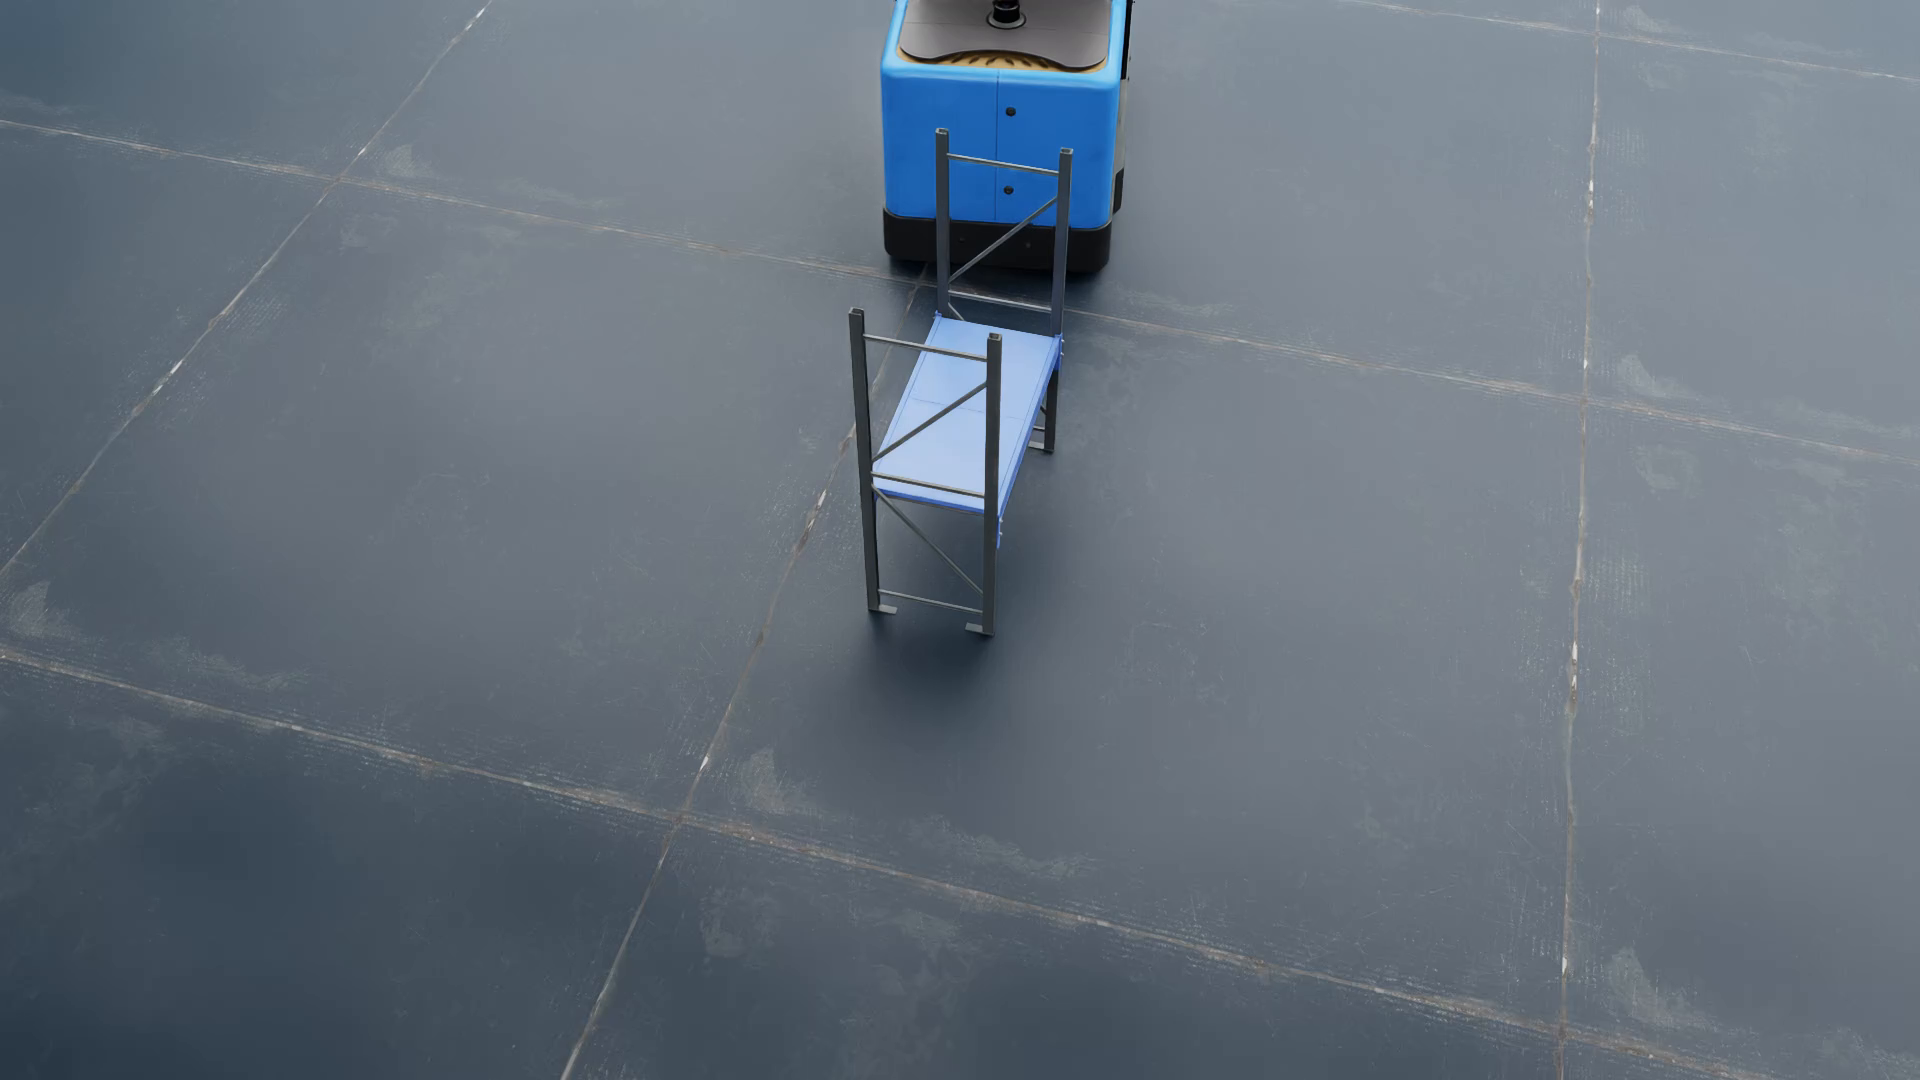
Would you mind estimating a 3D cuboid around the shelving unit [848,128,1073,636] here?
[{"bbox_3d":[0.022,-0.558,6.161,0.538,1.500,1.048,12,50,10],"label":"shelving unit"}]

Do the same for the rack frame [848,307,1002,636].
[{"bbox_3d":[-0.111,-0.190,5.836,0.500,1.500,0.032,12,50,10],"label":"rack frame"}]

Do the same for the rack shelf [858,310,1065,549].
[{"bbox_3d":[0.022,-0.439,6.296,0.538,0.185,1.000,12,50,10],"label":"rack shelf"}]

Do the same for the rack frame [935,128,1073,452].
[{"bbox_3d":[0.156,-0.926,6.486,0.500,1.500,0.032,12,50,10],"label":"rack frame"}]
